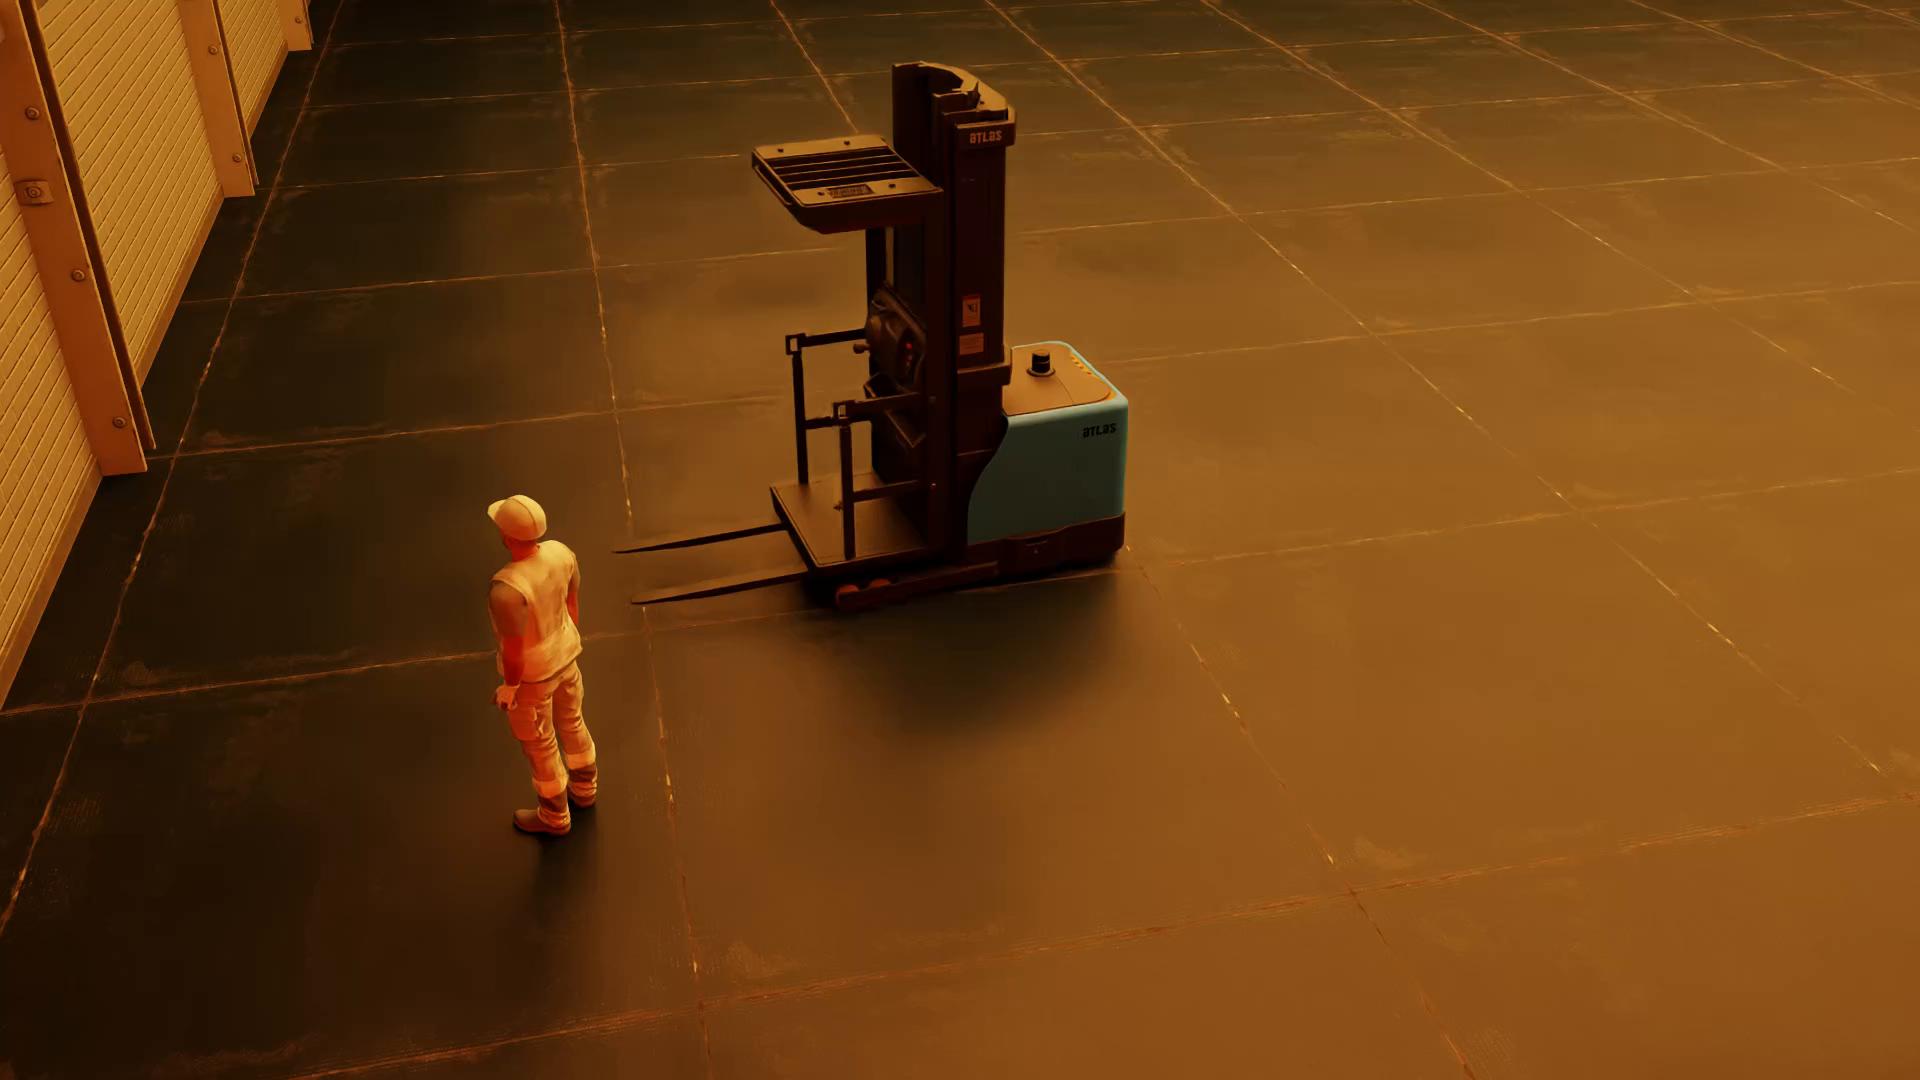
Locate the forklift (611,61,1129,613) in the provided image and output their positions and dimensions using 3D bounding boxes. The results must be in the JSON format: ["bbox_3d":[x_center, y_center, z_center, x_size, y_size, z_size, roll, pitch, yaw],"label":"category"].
[{"bbox_3d":[-0.560,-1.137,9.538,3.031,2.935,1.130,-11,32,-18],"label":"forklift"}]

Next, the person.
[{"bbox_3d":[-1.969,0.577,7.718,0.374,1.794,0.535,14,33,23],"label":"person"}]
